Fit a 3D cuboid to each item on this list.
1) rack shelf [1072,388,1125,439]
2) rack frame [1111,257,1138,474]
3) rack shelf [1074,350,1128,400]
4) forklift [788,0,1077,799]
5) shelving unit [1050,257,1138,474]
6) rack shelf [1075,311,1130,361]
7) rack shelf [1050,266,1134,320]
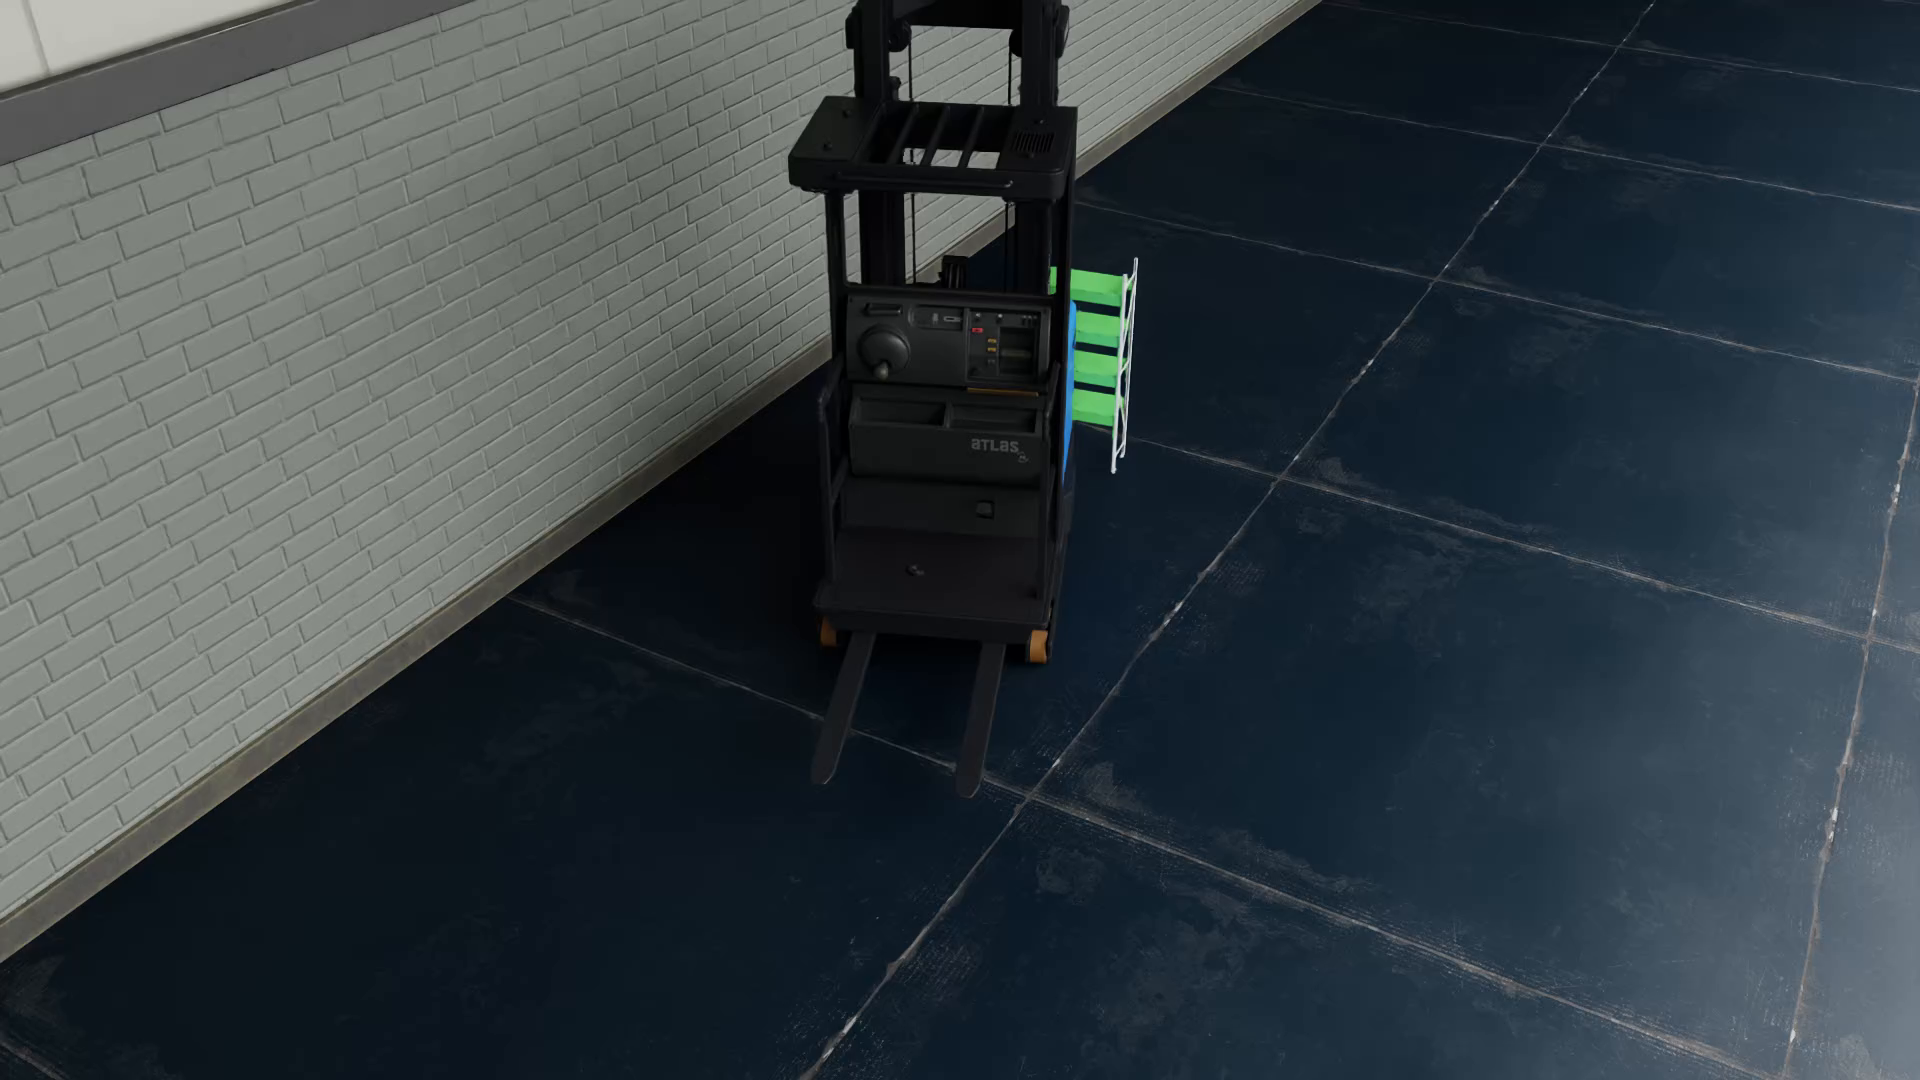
[{"bbox_3d":[0.665,-0.729,9.307,0.480,0.148,0.258,11,35,16],"label":"rack shelf"},{"bbox_3d":[0.895,-0.938,9.073,0.015,1.200,0.240,11,35,16],"label":"rack frame"},{"bbox_3d":[0.665,-0.930,9.176,0.480,0.148,0.258,11,35,16],"label":"rack shelf"},{"bbox_3d":[-0.082,-0.841,7.368,1.130,2.935,3.031,4,34,6],"label":"forklift"},{"bbox_3d":[0.666,-0.983,9.141,0.503,1.200,0.258,11,35,16],"label":"shelving unit"},{"bbox_3d":[0.666,-1.131,9.045,0.480,0.148,0.258,11,35,16],"label":"rack shelf"},{"bbox_3d":[0.667,-1.332,8.915,0.480,0.148,0.258,11,35,16],"label":"rack shelf"}]
